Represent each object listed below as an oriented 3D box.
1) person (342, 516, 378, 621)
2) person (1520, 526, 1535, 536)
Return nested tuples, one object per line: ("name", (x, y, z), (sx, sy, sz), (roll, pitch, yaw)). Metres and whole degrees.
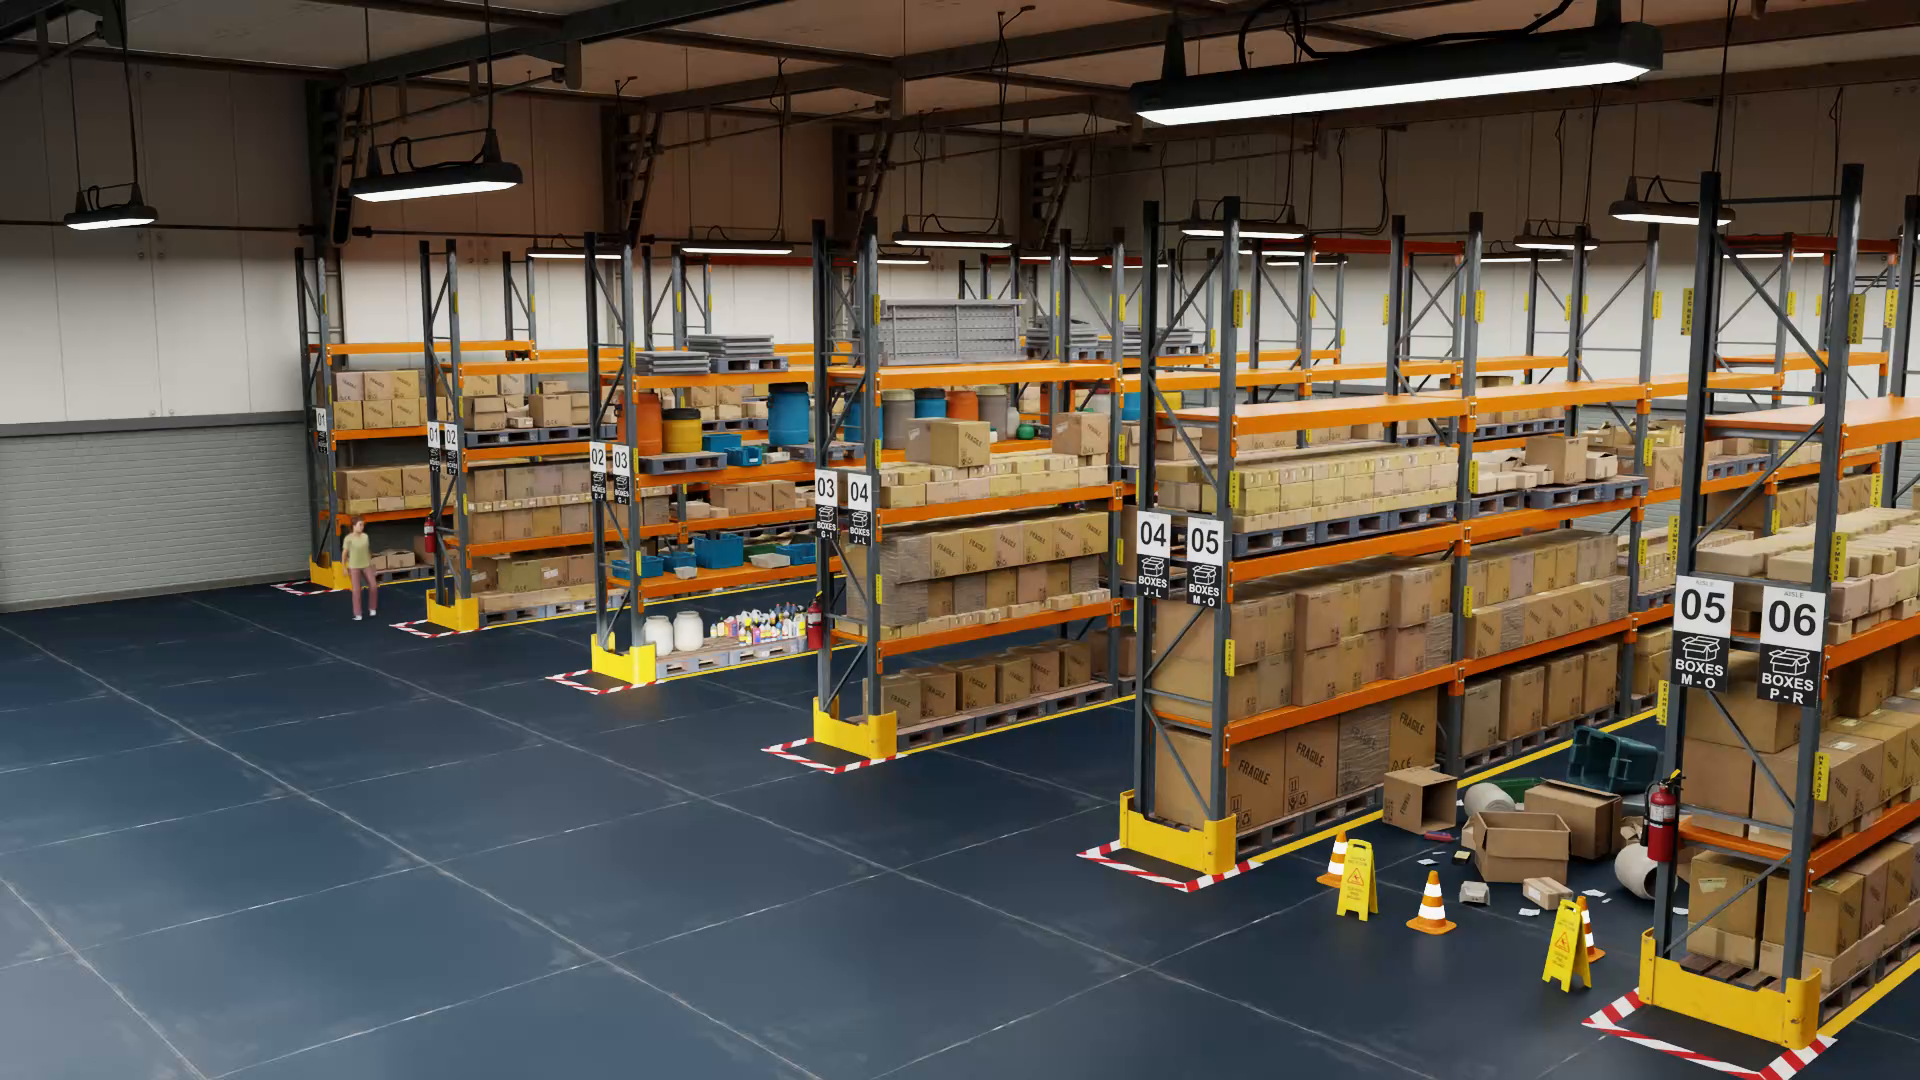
("person", (-9.649, 0.445, 26.681), (0.559, 1.671, 0.469), (-6, 10, -35))
("person", (8.850, 0.570, 25.979), (0.337, 1.607, 0.441), (6, 10, 37))
